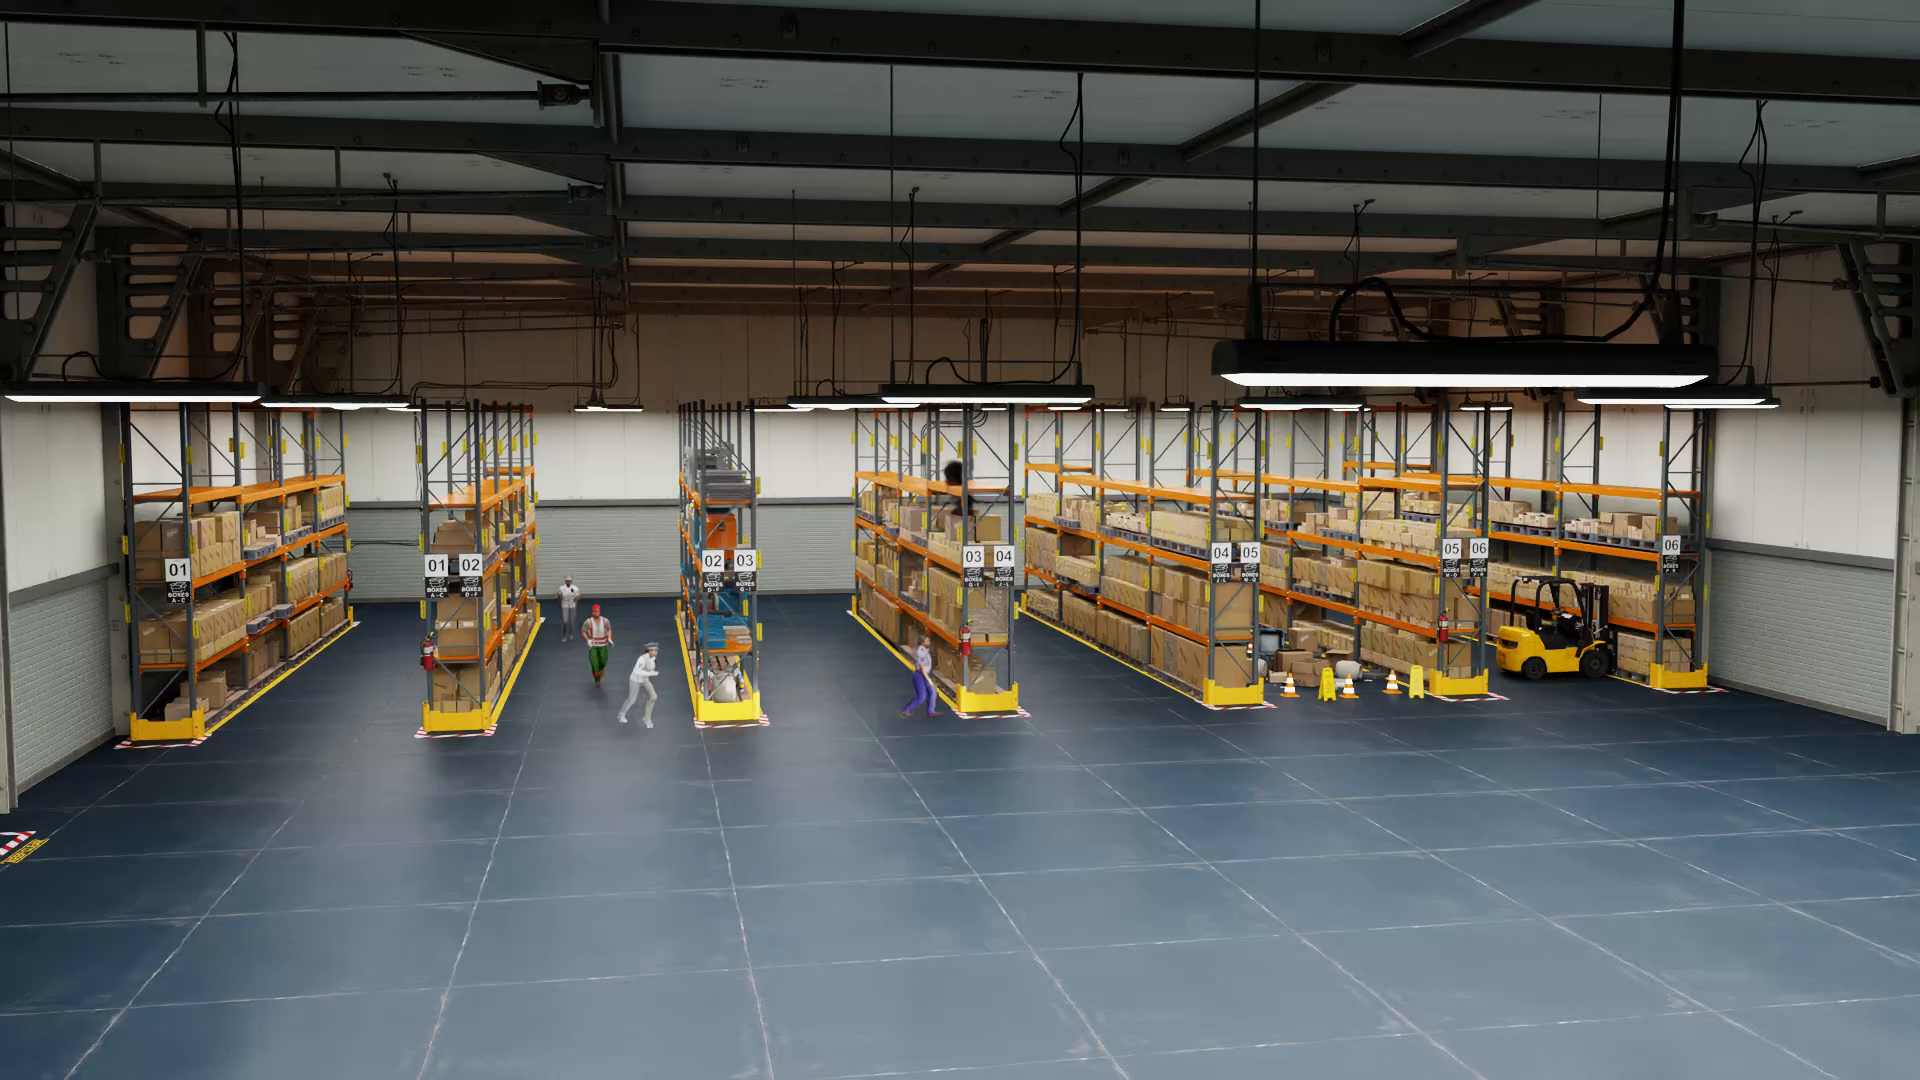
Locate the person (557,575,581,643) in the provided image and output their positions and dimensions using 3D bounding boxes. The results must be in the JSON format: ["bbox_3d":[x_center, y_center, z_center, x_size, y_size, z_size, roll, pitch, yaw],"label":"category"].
[{"bbox_3d":[-9.826,1.738,41.828,0.580,1.722,0.724,-1,4,-14],"label":"person"}]

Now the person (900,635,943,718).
[{"bbox_3d":[-0.725,2.584,31.325,0.817,1.583,0.553,0,4,0],"label":"person"}]

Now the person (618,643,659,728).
[{"bbox_3d":[-5.891,2.663,30.540,0.951,1.607,0.646,2,5,27],"label":"person"}]

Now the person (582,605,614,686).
[{"bbox_3d":[-7.637,2.217,35.058,0.659,1.728,0.643,-1,5,-19],"label":"person"}]
